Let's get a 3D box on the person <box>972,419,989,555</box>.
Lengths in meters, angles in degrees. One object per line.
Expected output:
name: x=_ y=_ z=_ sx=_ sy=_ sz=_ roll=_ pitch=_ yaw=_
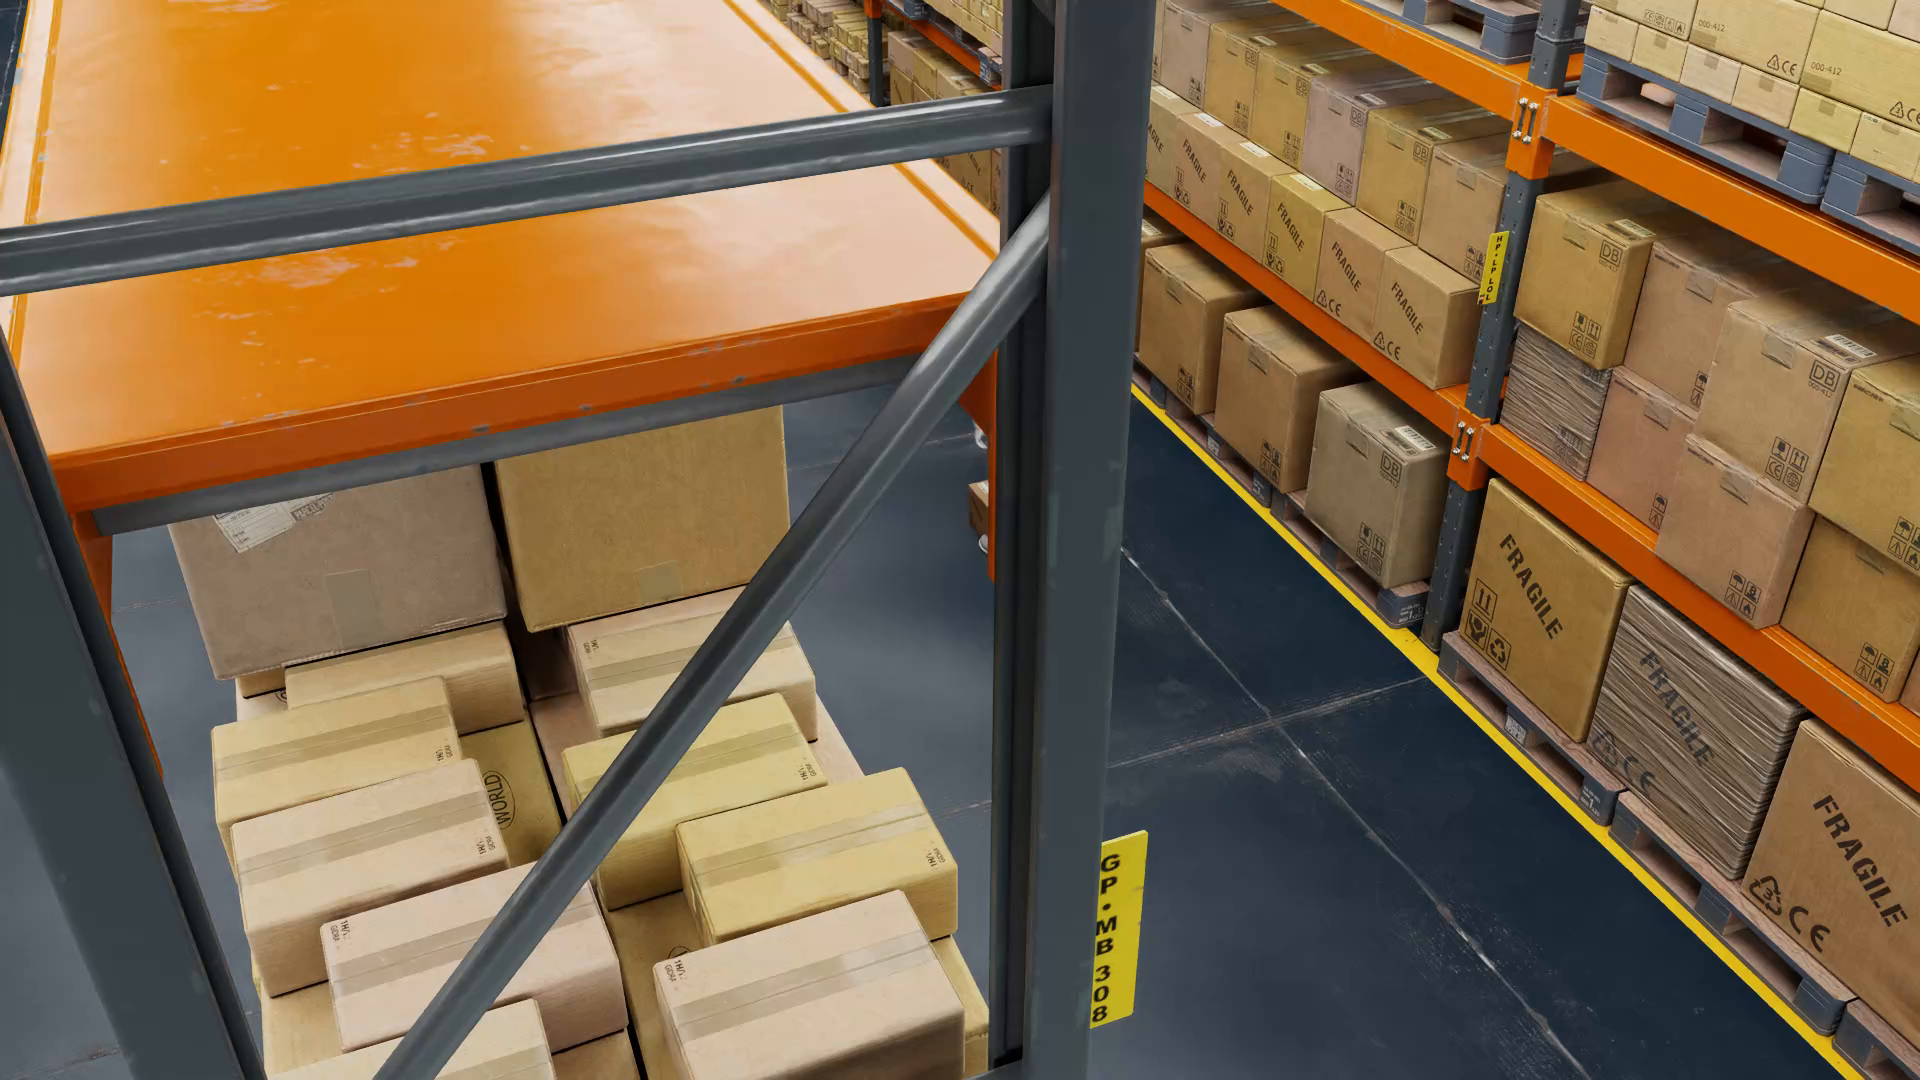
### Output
person: x=0.307 y=-0.627 z=8.463 sx=0.539 sy=1.662 sz=0.374 roll=-15 pitch=37 yaw=-21
